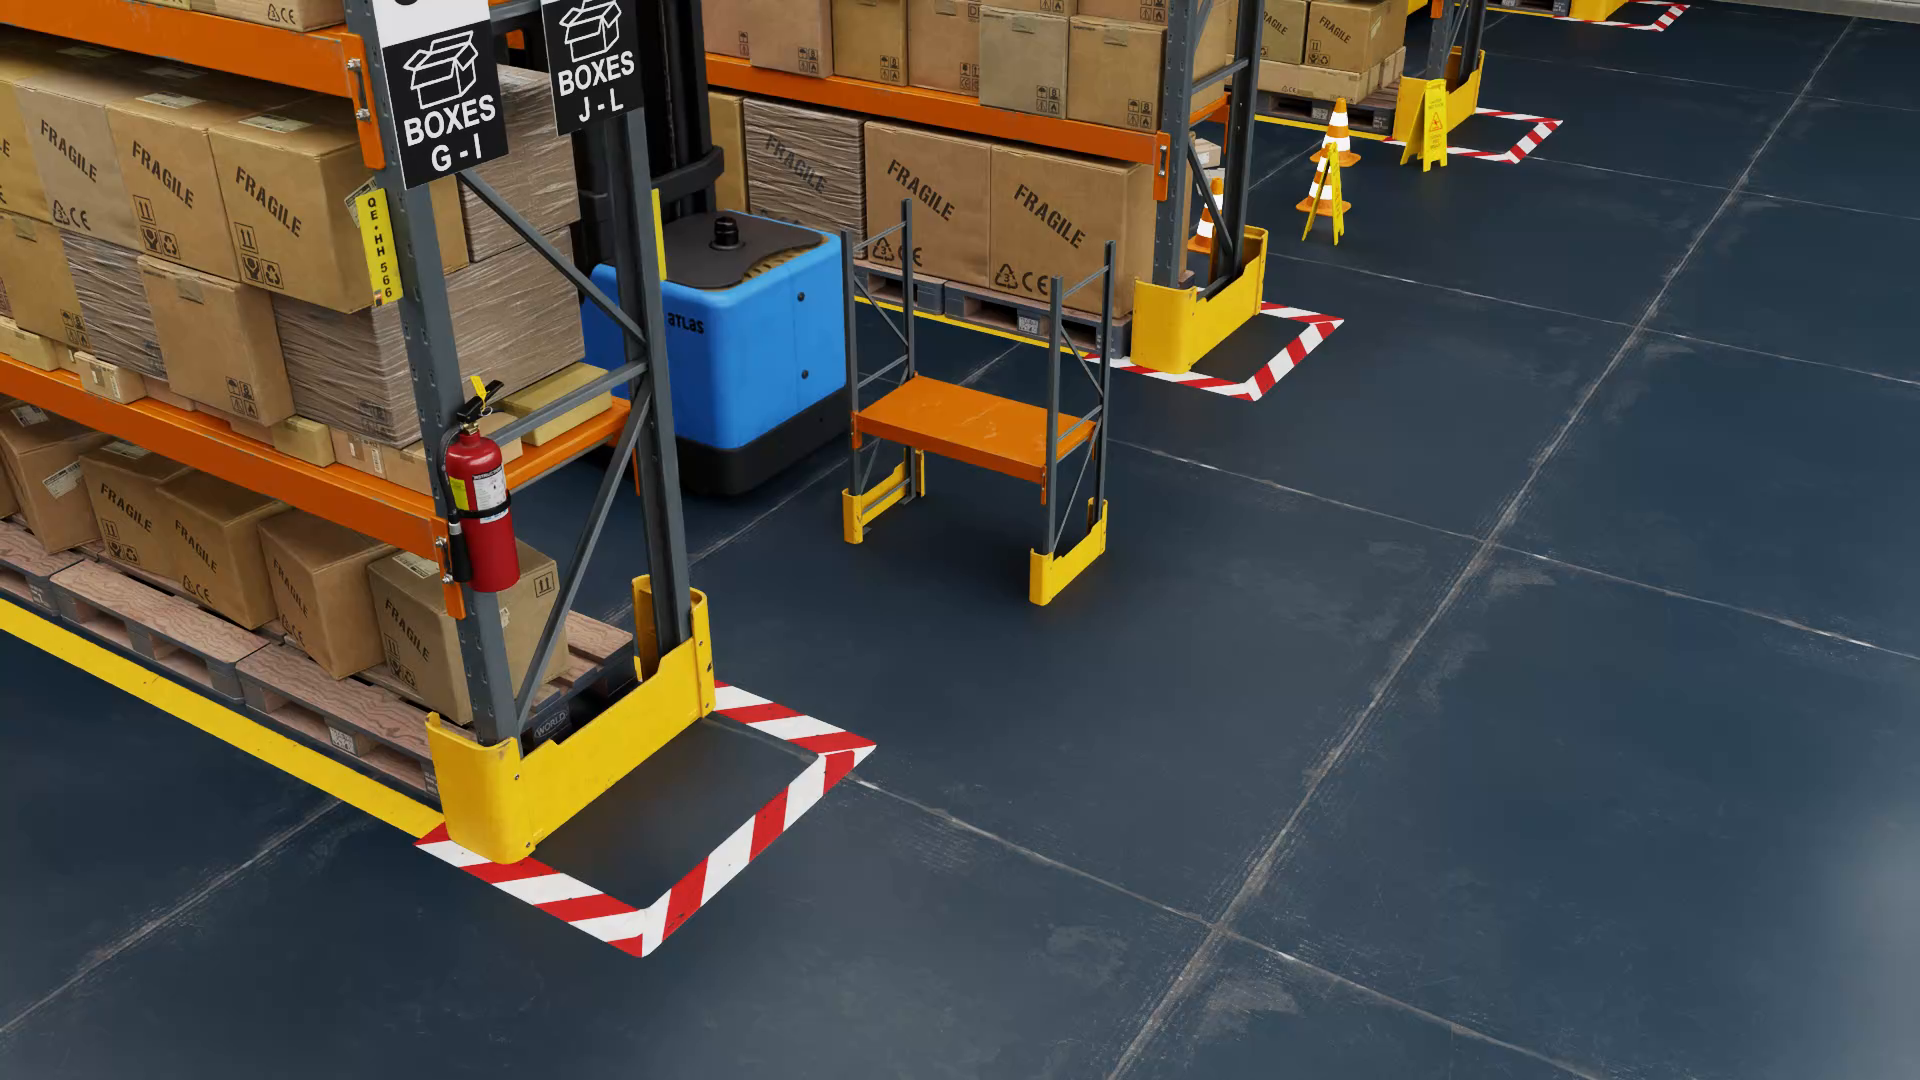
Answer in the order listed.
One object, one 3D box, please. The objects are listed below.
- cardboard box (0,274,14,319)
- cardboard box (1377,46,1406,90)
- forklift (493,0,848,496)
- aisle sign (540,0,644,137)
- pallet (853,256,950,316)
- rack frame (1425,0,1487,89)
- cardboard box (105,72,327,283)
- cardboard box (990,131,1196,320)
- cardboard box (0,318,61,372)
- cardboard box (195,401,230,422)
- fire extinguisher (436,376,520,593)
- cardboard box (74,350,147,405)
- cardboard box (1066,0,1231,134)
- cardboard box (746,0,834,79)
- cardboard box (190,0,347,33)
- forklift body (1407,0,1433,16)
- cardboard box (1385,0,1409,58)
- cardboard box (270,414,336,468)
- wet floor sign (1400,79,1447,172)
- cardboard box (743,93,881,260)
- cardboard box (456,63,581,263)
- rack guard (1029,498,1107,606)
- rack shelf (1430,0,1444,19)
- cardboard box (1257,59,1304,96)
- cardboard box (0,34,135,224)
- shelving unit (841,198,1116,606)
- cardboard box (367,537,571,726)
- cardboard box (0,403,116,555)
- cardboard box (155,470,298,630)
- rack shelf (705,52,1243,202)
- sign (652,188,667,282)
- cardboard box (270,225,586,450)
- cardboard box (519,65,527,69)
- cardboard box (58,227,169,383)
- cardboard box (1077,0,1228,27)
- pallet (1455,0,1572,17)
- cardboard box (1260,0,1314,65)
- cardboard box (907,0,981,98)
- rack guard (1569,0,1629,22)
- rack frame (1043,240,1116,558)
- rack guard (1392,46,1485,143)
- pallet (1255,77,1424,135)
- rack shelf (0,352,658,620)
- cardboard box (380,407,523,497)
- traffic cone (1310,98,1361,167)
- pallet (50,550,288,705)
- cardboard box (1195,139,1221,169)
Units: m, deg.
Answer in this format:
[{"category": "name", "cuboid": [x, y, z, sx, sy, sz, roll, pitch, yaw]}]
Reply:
[{"category": "cardboard box", "cuboid": [-3.497, -1.281, 6.575, 0.500, 0.500, 0.875, 18, 35, 27]}, {"category": "cardboard box", "cuboid": [3.393, -3.982, 13.911, 0.500, 0.250, 0.500, 17, 34, 27]}, {"category": "forklift", "cuboid": [-2.053, -2.036, 8.332, 3.031, 2.935, 1.130, 18, 35, 28]}, {"category": "aisle sign", "cuboid": [-1.127, -1.659, 5.037, 0.004, 0.787, 0.394, 18, 35, 27]}, {"category": "pallet", "cuboid": [-0.365, -1.818, 10.657, 1.213, 0.211, 1.003, 18, 35, 27]}, {"category": "rack frame", "cuboid": [3.929, -4.654, 12.751, 0.127, 3.000, 1.000, 18, 35, 27]}, {"category": "cardboard box", "cuboid": [-2.363, -1.202, 5.447, 0.500, 0.500, 0.500, 18, 35, 27]}, {"category": "cardboard box", "cuboid": [0.774, -1.932, 9.776, 0.875, 0.875, 0.875, 18, 35, 28]}, {"category": "cardboard box", "cuboid": [-3.427, -0.806, 6.404, 0.250, 0.149, 0.380, 18, 35, 27]}, {"category": "cardboard box", "cuboid": [-2.534, -0.575, 6.008, 0.250, 0.149, 0.380, 18, 35, 27]}, {"category": "fire extinguisher", "cuboid": [-1.487, -0.164, 5.131, 0.183, 0.674, 0.296, 18, 35, 27]}, {"category": "cardboard box", "cuboid": [-3.017, -0.662, 6.157, 0.250, 0.149, 0.380, 18, 35, 27]}, {"category": "cardboard box", "cuboid": [1.045, -2.660, 9.183, 0.550, 0.550, 0.875, 18, 35, 27]}, {"category": "cardboard box", "cuboid": [-0.813, -3.225, 10.152, 0.550, 0.550, 0.875, 18, 35, 27]}, {"category": "cardboard box", "cuboid": [-1.883, -1.676, 4.819, 0.500, 0.250, 0.500, 18, 35, 28]}, {"category": "forklift body", "cuboid": [3.989, -6.137, 16.134, 1.214, 2.155, 2.313, 18, 35, 27]}, {"category": "cardboard box", "cuboid": [3.373, -4.312, 13.733, 0.500, 0.500, 0.500, 16, 34, 26]}, {"category": "cardboard box", "cuboid": [-2.141, -0.417, 5.737, 0.250, 0.149, 0.380, 18, 35, 27]}, {"category": "wet floor sign", "cuboid": [3.521, -3.130, 12.475, 0.267, 0.644, 0.232, -21, 36, -32]}, {"category": "cardboard box", "cuboid": [-0.744, -2.412, 10.599, 0.875, 0.875, 0.875, 18, 35, 28]}, {"category": "cardboard box", "cuboid": [-1.660, -1.292, 5.601, 0.500, 0.500, 0.500, 18, 35, 27]}, {"category": "rack guard", "cuboid": [0.486, 0.046, 7.423, 0.087, 0.250, 0.587, 18, 35, 27]}, {"category": "rack shelf", "cuboid": [2.235, -4.879, 13.851, 4.000, 0.370, 1.077, 18, 35, 27]}, {"category": "cardboard box", "cuboid": [2.667, -3.892, 13.757, 0.500, 0.250, 0.500, 18, 35, 28]}, {"category": "cardboard box", "cuboid": [-3.204, -1.474, 5.914, 0.500, 0.500, 0.500, 18, 35, 27]}, {"category": "shelving unit", "cuboid": [0.065, -0.627, 7.337, 1.083, 1.500, 0.587, 18, 35, 27]}, {"category": "cardboard box", "cuboid": [-1.859, 0.299, 6.325, 0.500, 0.500, 0.500, 25, 39, 36]}, {"category": "cardboard box", "cuboid": [-3.920, -0.324, 7.392, 0.500, 0.500, 0.500, -23, 37, -33]}, {"category": "cardboard box", "cuboid": [-2.904, -0.022, 6.875, 0.500, 0.500, 0.500, 21, 36, 32]}, {"category": "rack shelf", "cuboid": [-0.311, -2.740, 10.183, 4.000, 0.370, 1.077, 18, 35, 27]}, {"category": "sign", "cuboid": [-1.051, -1.030, 5.680, 0.005, 0.325, 0.100, 18, 35, 27]}, {"category": "cardboard box", "cuboid": [-1.790, -0.756, 5.674, 0.500, 0.500, 0.875, 18, 35, 27]}, {"category": "cardboard box", "cuboid": [-2.578, -2.924, 11.601, 0.750, 0.750, 1.050, 17, 34, 27]}, {"category": "cardboard box", "cuboid": [-2.678, -0.991, 6.077, 0.500, 0.500, 0.875, 18, 35, 27]}, {"category": "cardboard box", "cuboid": [1.090, -3.162, 8.973, 0.550, 0.550, 0.875, 18, 35, 27]}, {"category": "pallet", "cuboid": [5.895, -5.756, 17.408, 1.213, 0.211, 1.003, 18, 35, 27]}, {"category": "cardboard box", "cuboid": [2.668, -4.214, 13.564, 0.500, 0.500, 0.500, 19, 35, 29]}, {"category": "cardboard box", "cuboid": [0.160, -3.001, 9.769, 0.550, 0.550, 0.875, 18, 35, 27]}, {"category": "rack guard", "cuboid": [6.585, -5.688, 17.003, 0.348, 0.500, 1.175, 18, 35, 27]}, {"category": "rack frame", "cuboid": [0.503, -0.489, 7.099, 0.032, 1.500, 0.500, 18, 35, 27]}, {"category": "rack guard", "cuboid": [3.865, -3.595, 13.416, 0.348, 0.500, 1.175, 18, 35, 27]}, {"category": "pallet", "cuboid": [3.196, -3.703, 13.888, 1.213, 0.211, 1.003, 18, 35, 27]}, {"category": "rack shelf", "cuboid": [-3.033, -0.650, 6.601, 4.000, 0.370, 1.077, 18, 35, 27]}, {"category": "cardboard box", "cuboid": [-1.690, -0.305, 5.545, 0.250, 0.149, 0.380, 18, 35, 27]}, {"category": "traffic cone", "cuboid": [2.879, -3.123, 12.644, 0.334, 0.463, 0.336, 18, 35, 27]}, {"category": "pallet", "cuboid": [-3.102, 0.199, 7.199, 1.213, 0.211, 1.003, 18, 35, 27]}, {"category": "cardboard box", "cuboid": [1.746, -2.912, 12.594, 0.380, 0.149, 0.250, -15, 33, -24]}]
